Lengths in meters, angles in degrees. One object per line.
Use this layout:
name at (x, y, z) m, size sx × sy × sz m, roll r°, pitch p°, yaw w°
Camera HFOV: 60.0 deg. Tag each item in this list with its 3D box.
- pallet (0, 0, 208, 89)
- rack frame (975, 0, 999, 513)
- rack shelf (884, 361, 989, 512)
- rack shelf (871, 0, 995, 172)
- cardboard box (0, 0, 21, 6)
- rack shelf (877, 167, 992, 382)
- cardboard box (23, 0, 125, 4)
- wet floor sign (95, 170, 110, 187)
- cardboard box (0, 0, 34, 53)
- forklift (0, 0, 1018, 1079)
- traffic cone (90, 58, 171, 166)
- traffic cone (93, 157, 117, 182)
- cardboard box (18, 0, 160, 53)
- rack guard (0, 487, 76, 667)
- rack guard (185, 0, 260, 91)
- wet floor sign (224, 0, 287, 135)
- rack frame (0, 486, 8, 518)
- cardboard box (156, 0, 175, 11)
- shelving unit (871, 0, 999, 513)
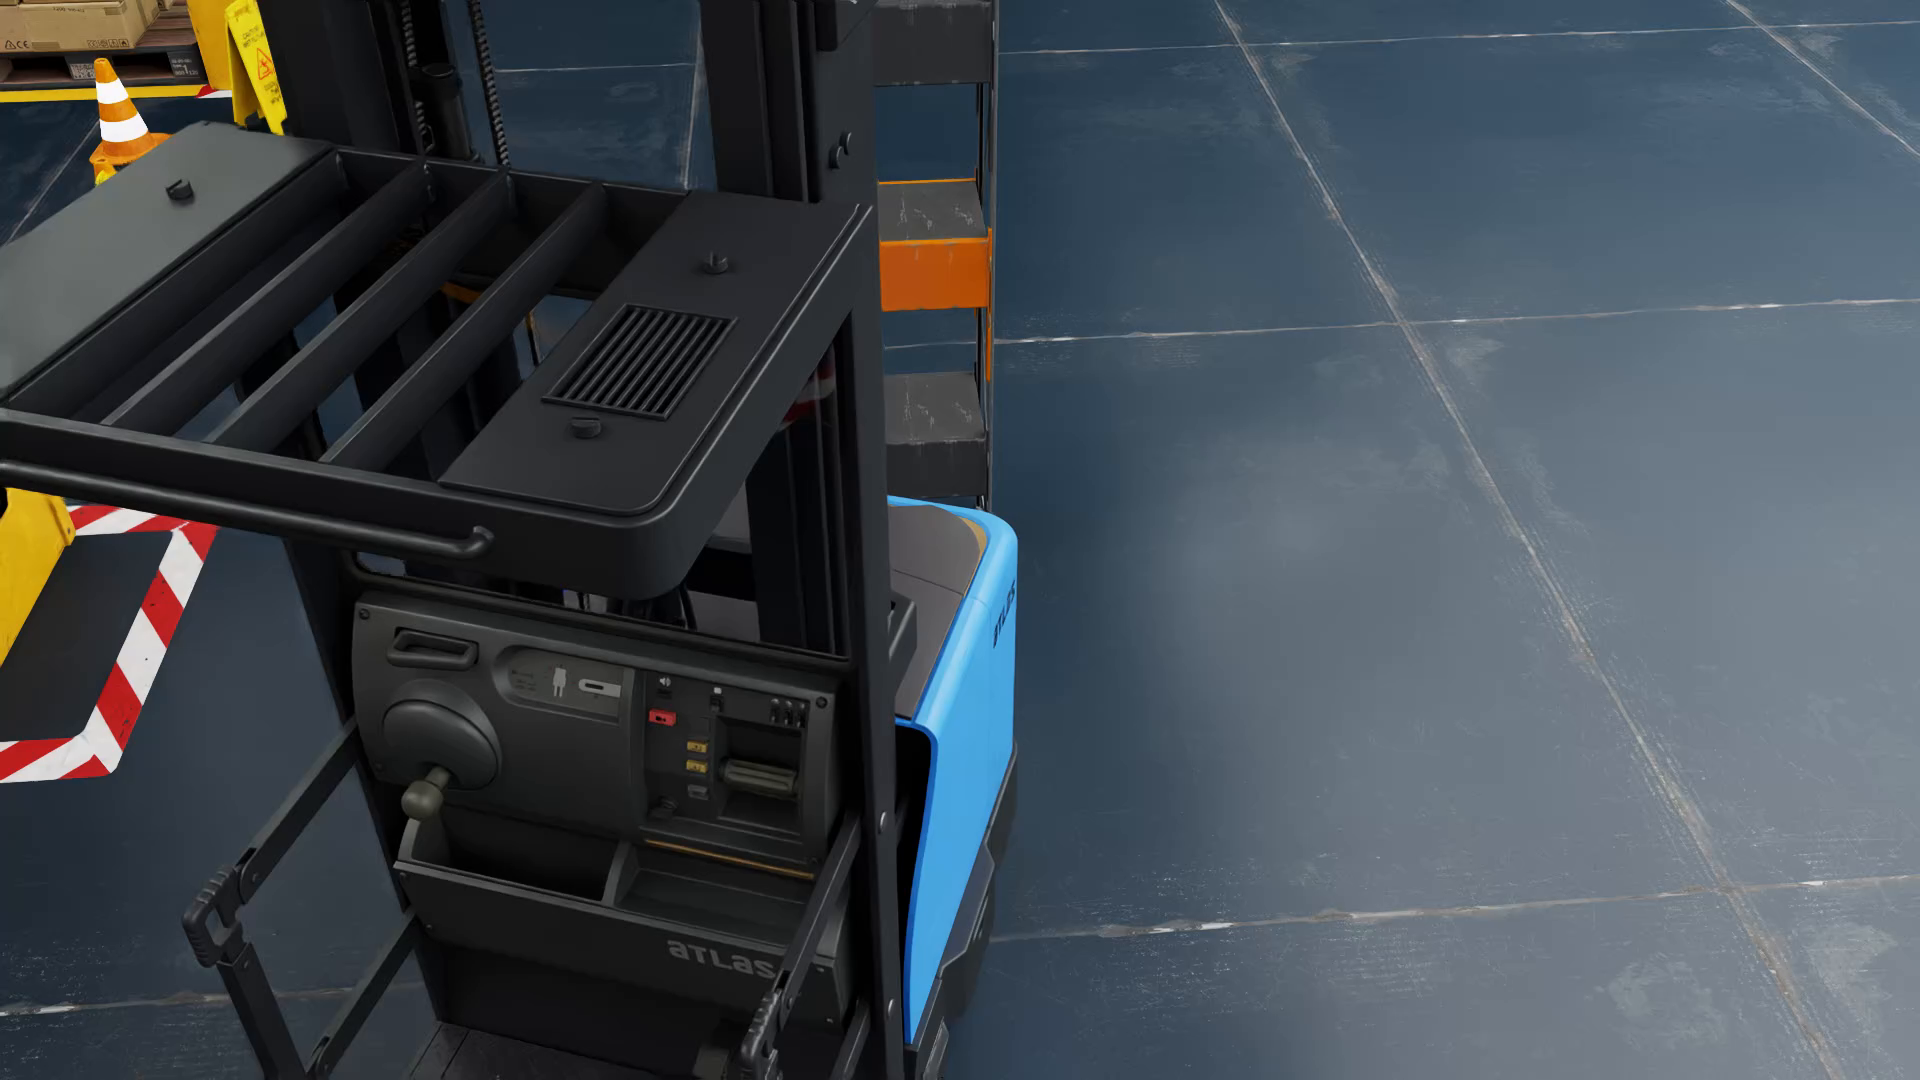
pallet at (-4.648, -2.790, 9.116) m, size 1.213 × 0.211 × 1.003 m, roll -3°, pitch 38°, yaw -4°
rack frame at (0.078, -0.829, 5.105) m, size 0.015 × 2.100 × 0.400 m, roll -3°, pitch 38°, yaw -4°
rack shelf at (-0.165, -0.255, 5.530) m, size 0.480 × 0.518 × 0.431 m, roll -3°, pitch 38°, yaw -4°
rack shelf at (-0.165, -1.354, 4.663) m, size 0.480 × 0.518 × 0.431 m, roll -3°, pitch 38°, yaw -4°
cardboard box at (-5.054, -3.056, 8.477) m, size 0.500 × 0.500 × 0.500 m, roll -2°, pitch 38°, yaw -2°
rack shelf at (-0.165, -0.805, 5.097) m, size 0.480 × 0.518 × 0.431 m, roll -3°, pitch 38°, yaw -4°
cardboard box at (-4.534, -3.087, 8.516) m, size 0.500 × 0.500 × 0.500 m, roll -3°, pitch 38°, yaw -4°
wet floor sign at (-3.367, -1.162, 6.702) m, size 0.232 × 0.644 × 0.267 m, roll -9°, pitch 39°, yaw -12°
cardboard box at (-5.058, -2.763, 8.711) m, size 0.500 × 0.250 × 0.500 m, roll -3°, pitch 38°, yaw -4°
forklift at (-0.723, 0.432, 2.836) m, size 1.130 × 2.935 × 3.031 m, roll 10°, pitch 39°, yaw 12°
traffic cone at (-4.074, -2.096, 8.033) m, size 0.334 × 0.463 × 0.336 m, roll -3°, pitch 38°, yaw -4°
traffic cone at (-3.637, -1.430, 7.189) m, size 0.334 × 0.463 × 0.336 m, roll -3°, pitch 38°, yaw -4°
cardboard box at (-4.565, -2.786, 8.740) m, size 0.500 × 0.250 × 0.500 m, roll -3°, pitch 38°, yaw -4°
rack guard at (-3.197, 0.117, 5.198) m, size 0.348 × 0.500 × 1.175 m, roll -3°, pitch 38°, yaw -4°
rack guard at (-3.835, -2.926, 9.055) m, size 0.348 × 0.500 × 1.175 m, roll -3°, pitch 38°, yaw -4°
wet floor sign at (-3.476, -2.338, 8.192) m, size 0.232 × 0.644 × 0.267 m, roll 9°, pitch 39°, yaw 12°
rack frame at (-3.220, -0.863, 4.422) m, size 0.127 × 3.000 × 1.000 m, roll -3°, pitch 38°, yaw -4°
cardboard box at (-4.588, -3.124, 9.168) m, size 0.500 × 0.250 × 0.500 m, roll -3°, pitch 38°, yaw -4°
shelving unit at (-0.165, -0.815, 5.088) m, size 0.503 × 2.100 × 0.431 m, roll -3°, pitch 38°, yaw -4°
